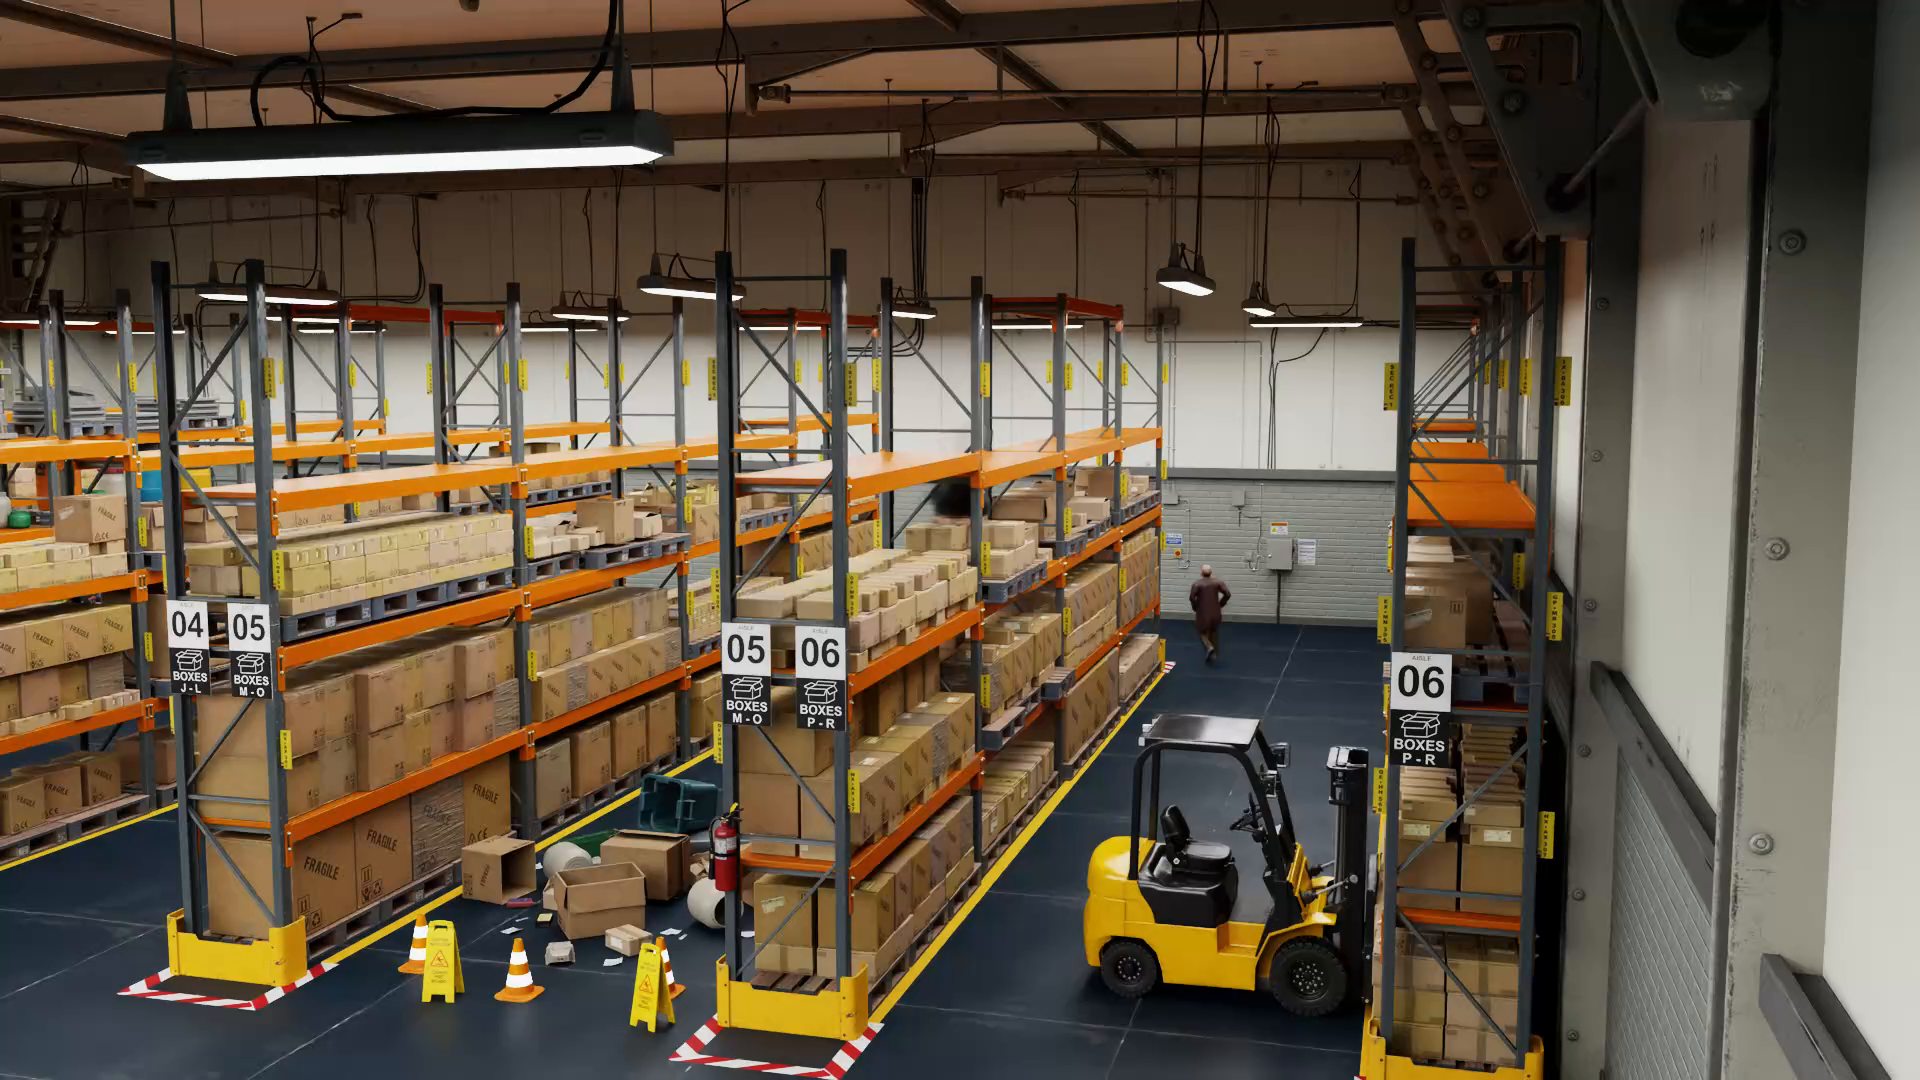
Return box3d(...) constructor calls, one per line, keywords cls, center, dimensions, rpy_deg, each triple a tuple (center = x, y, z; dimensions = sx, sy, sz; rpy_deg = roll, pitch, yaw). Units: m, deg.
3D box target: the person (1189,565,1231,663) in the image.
box3d(cls="person", center=(4.304, 1.275, 28.875), dimensions=(0.741, 1.718, 0.756), rpy_deg=(-1, 6, -6))
